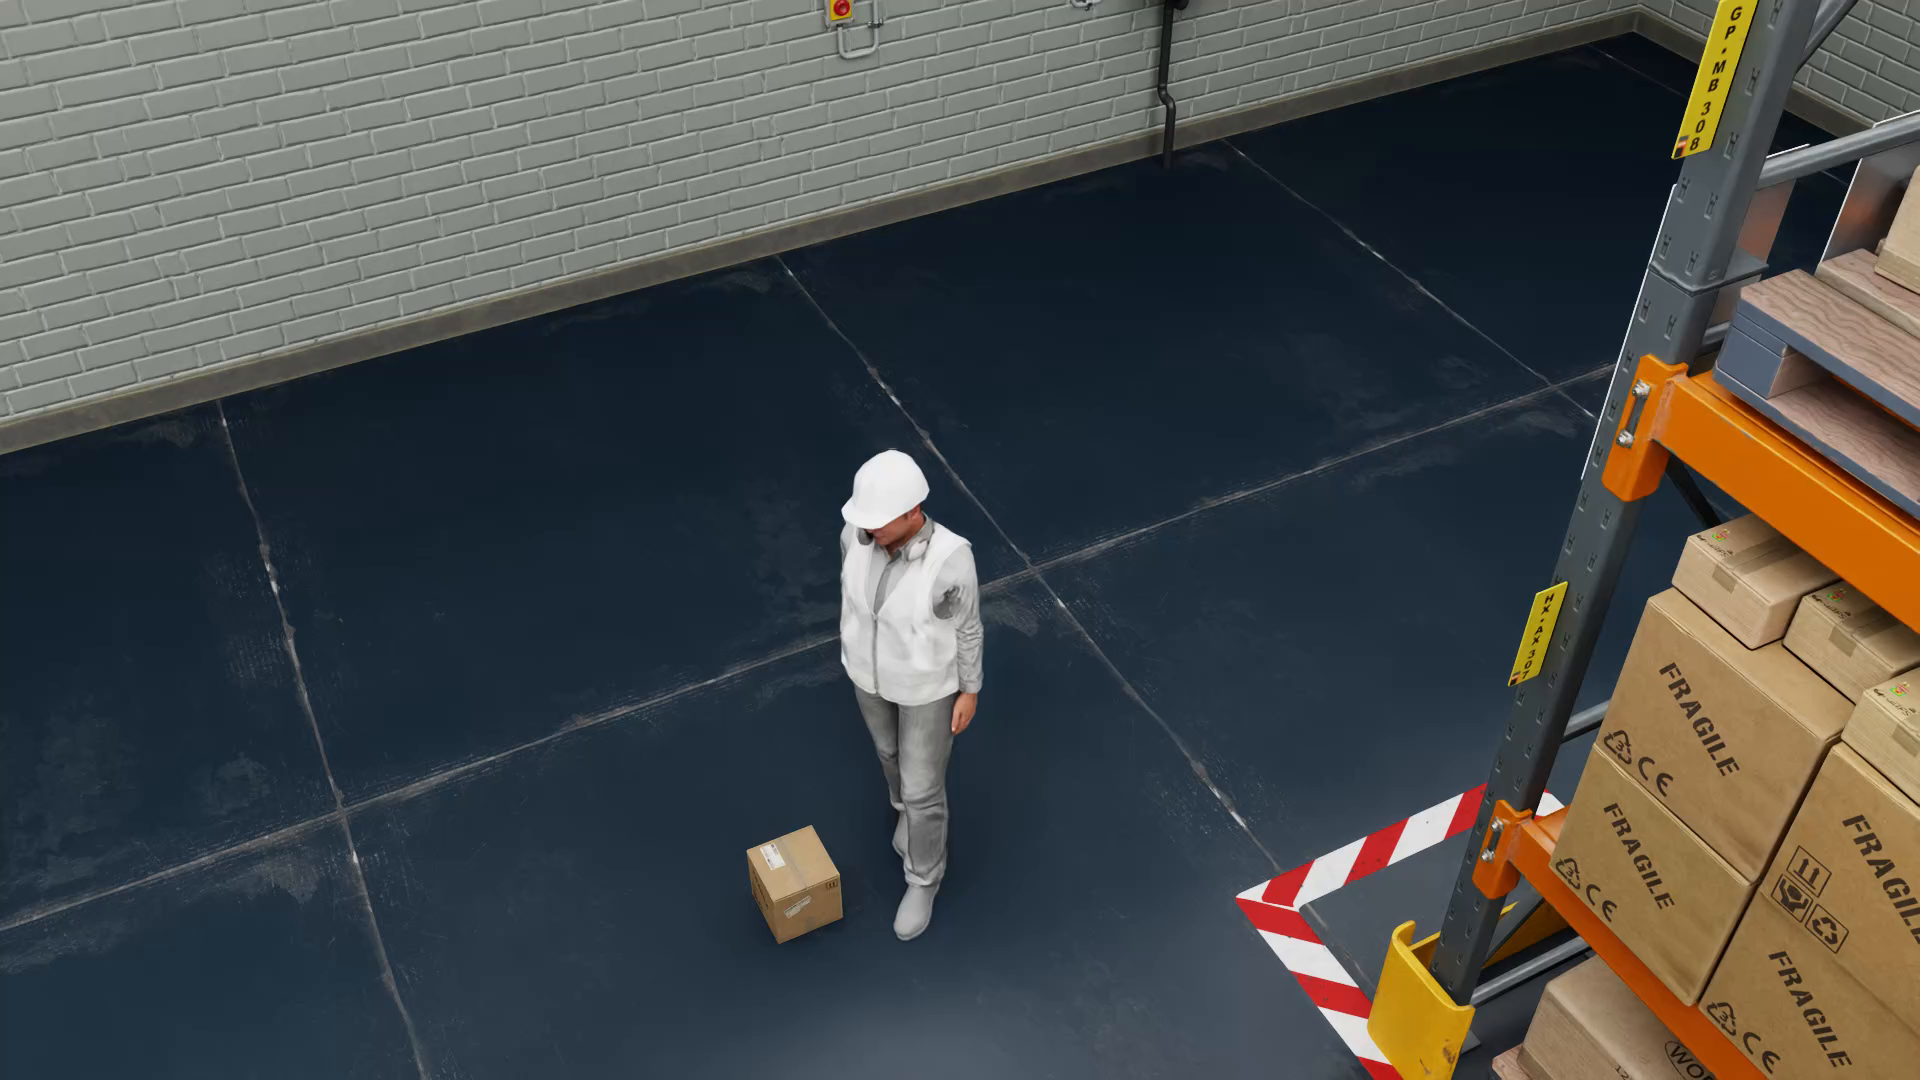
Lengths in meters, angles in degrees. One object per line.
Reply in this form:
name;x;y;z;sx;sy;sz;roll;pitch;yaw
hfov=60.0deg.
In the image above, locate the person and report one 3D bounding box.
person;-0.241;0.506;5.552;0.568;1.768;0.614;21;45;22
